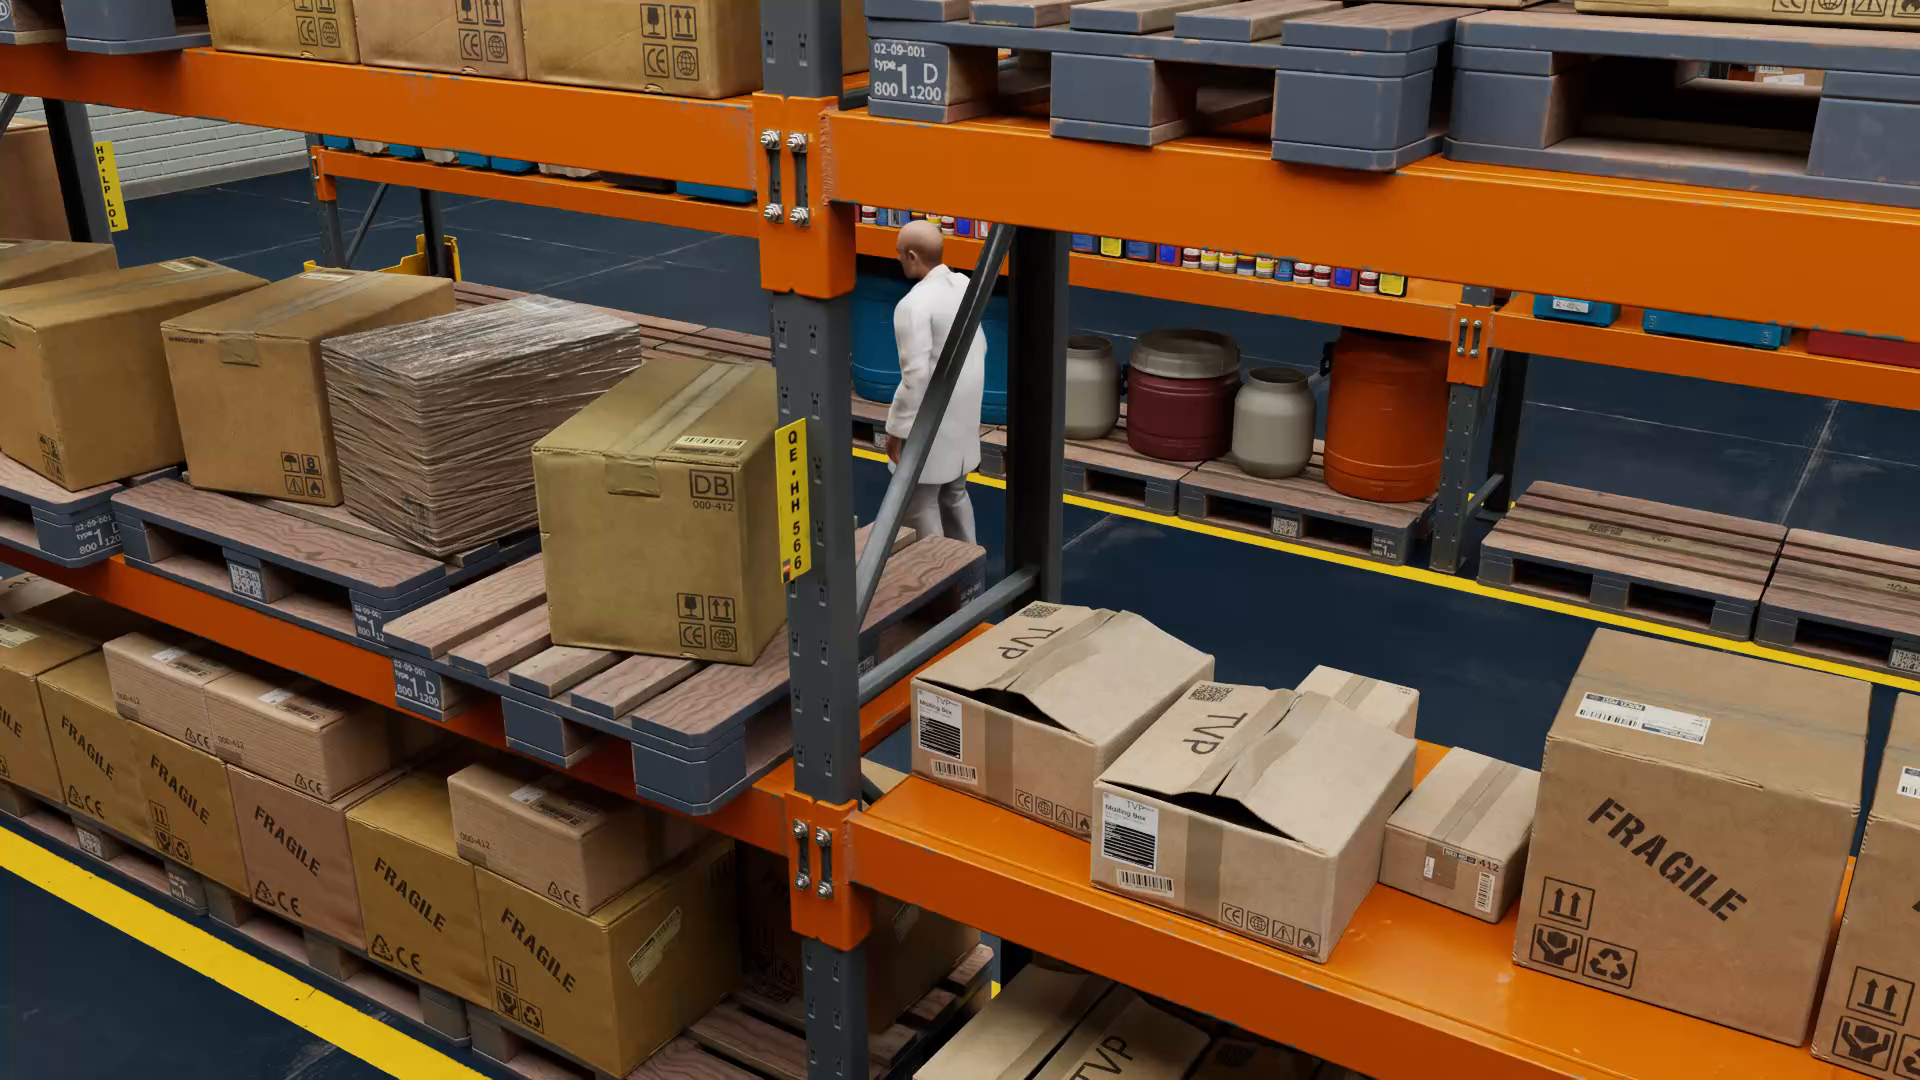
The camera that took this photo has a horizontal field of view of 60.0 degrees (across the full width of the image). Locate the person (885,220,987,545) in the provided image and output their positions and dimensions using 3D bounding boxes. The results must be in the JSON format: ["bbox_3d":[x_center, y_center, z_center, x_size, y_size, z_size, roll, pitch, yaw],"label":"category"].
[{"bbox_3d":[-0.114,-0.534,7.383,0.420,1.774,0.642,14,26,29],"label":"person"}]
